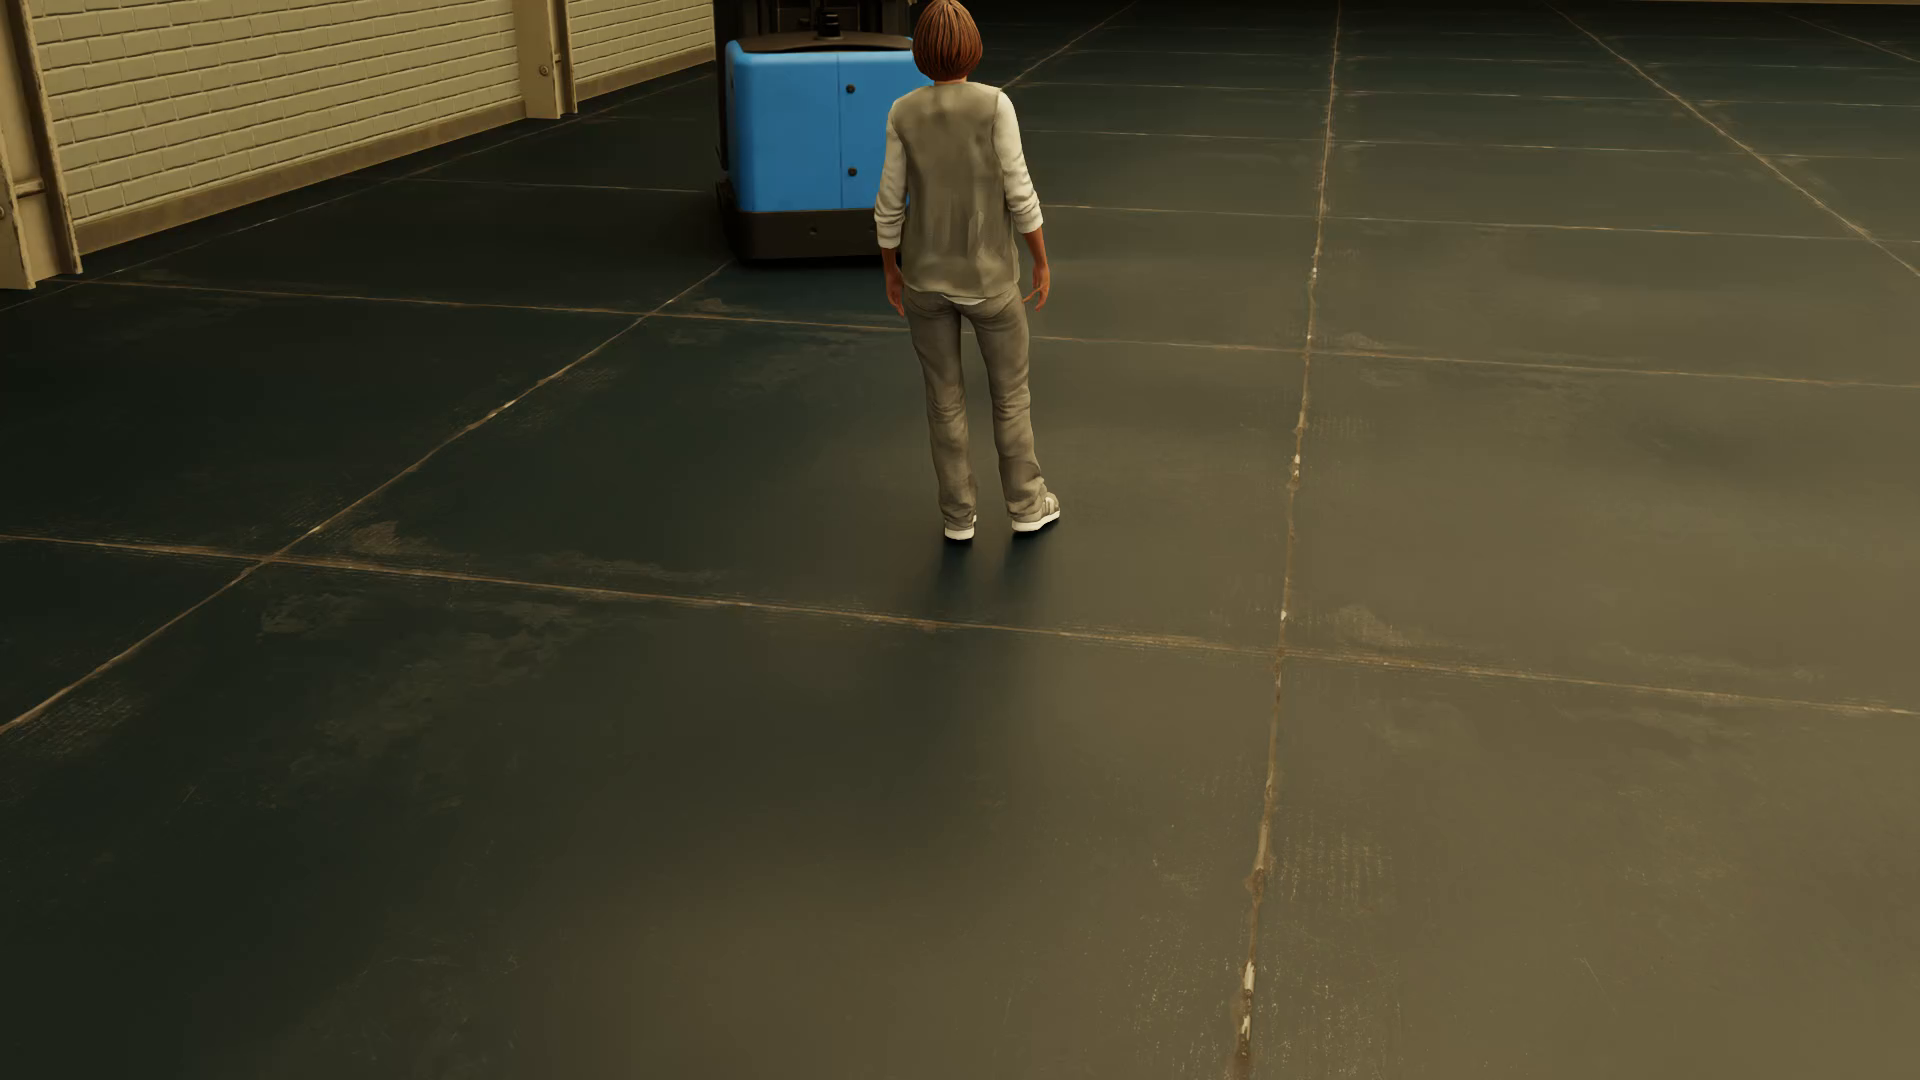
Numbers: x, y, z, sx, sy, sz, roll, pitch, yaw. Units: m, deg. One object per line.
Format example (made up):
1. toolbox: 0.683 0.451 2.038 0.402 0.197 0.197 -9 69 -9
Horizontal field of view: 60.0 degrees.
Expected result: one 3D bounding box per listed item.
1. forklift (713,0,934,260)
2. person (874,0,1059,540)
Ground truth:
1. forklift: -0.871 -3.308 9.379 1.130 2.935 3.031 -4 23 -10
2. person: 0.030 -0.772 4.908 0.520 1.597 0.475 5 23 11
